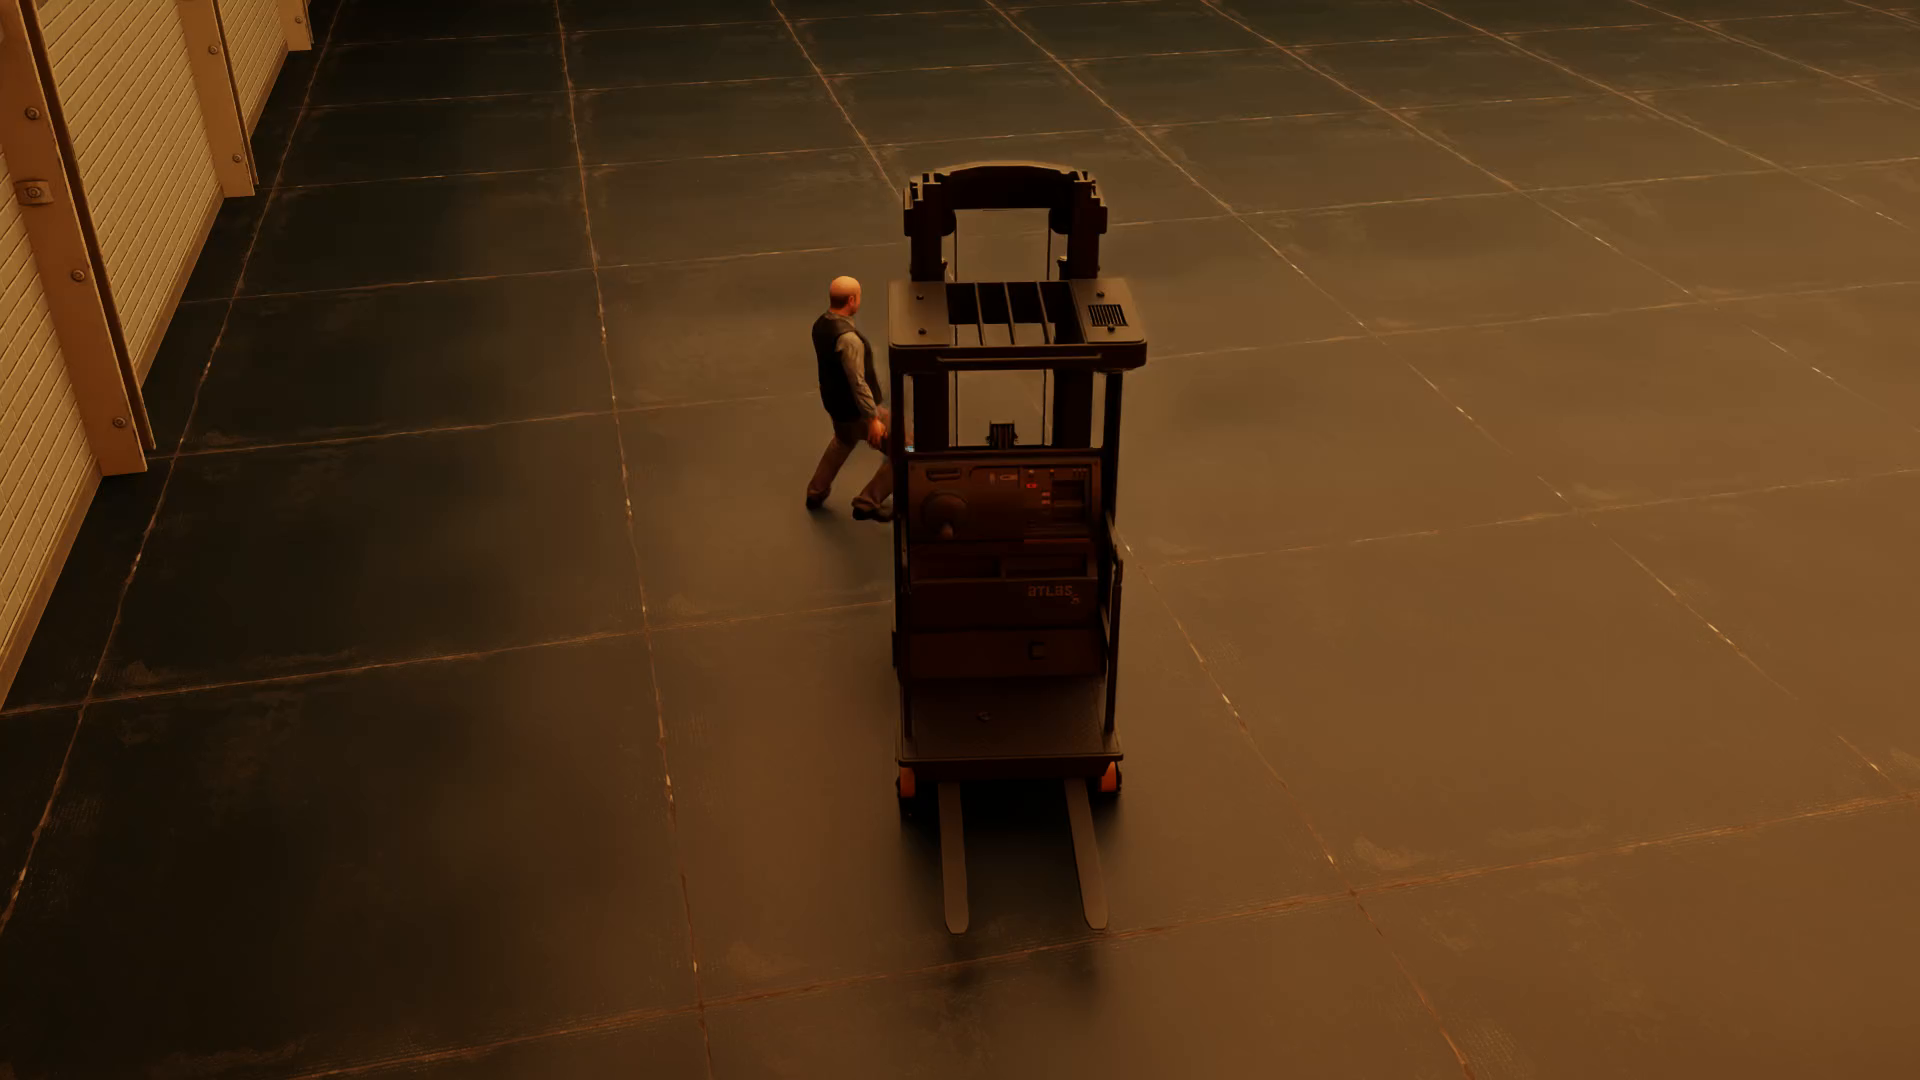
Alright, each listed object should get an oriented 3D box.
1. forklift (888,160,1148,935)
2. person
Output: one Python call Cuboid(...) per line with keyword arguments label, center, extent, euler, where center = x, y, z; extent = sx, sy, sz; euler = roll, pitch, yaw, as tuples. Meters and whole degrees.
Cuboid(label="forklift", center=(0.227, -0.150, 7.834), extent=(1.130, 2.935, 3.031), euler=(-1, 30, -2))
Cuboid(label="person", center=(-0.645, -0.875, 10.419), extent=(0.593, 1.605, 0.916), euler=(-12, 32, -20))
